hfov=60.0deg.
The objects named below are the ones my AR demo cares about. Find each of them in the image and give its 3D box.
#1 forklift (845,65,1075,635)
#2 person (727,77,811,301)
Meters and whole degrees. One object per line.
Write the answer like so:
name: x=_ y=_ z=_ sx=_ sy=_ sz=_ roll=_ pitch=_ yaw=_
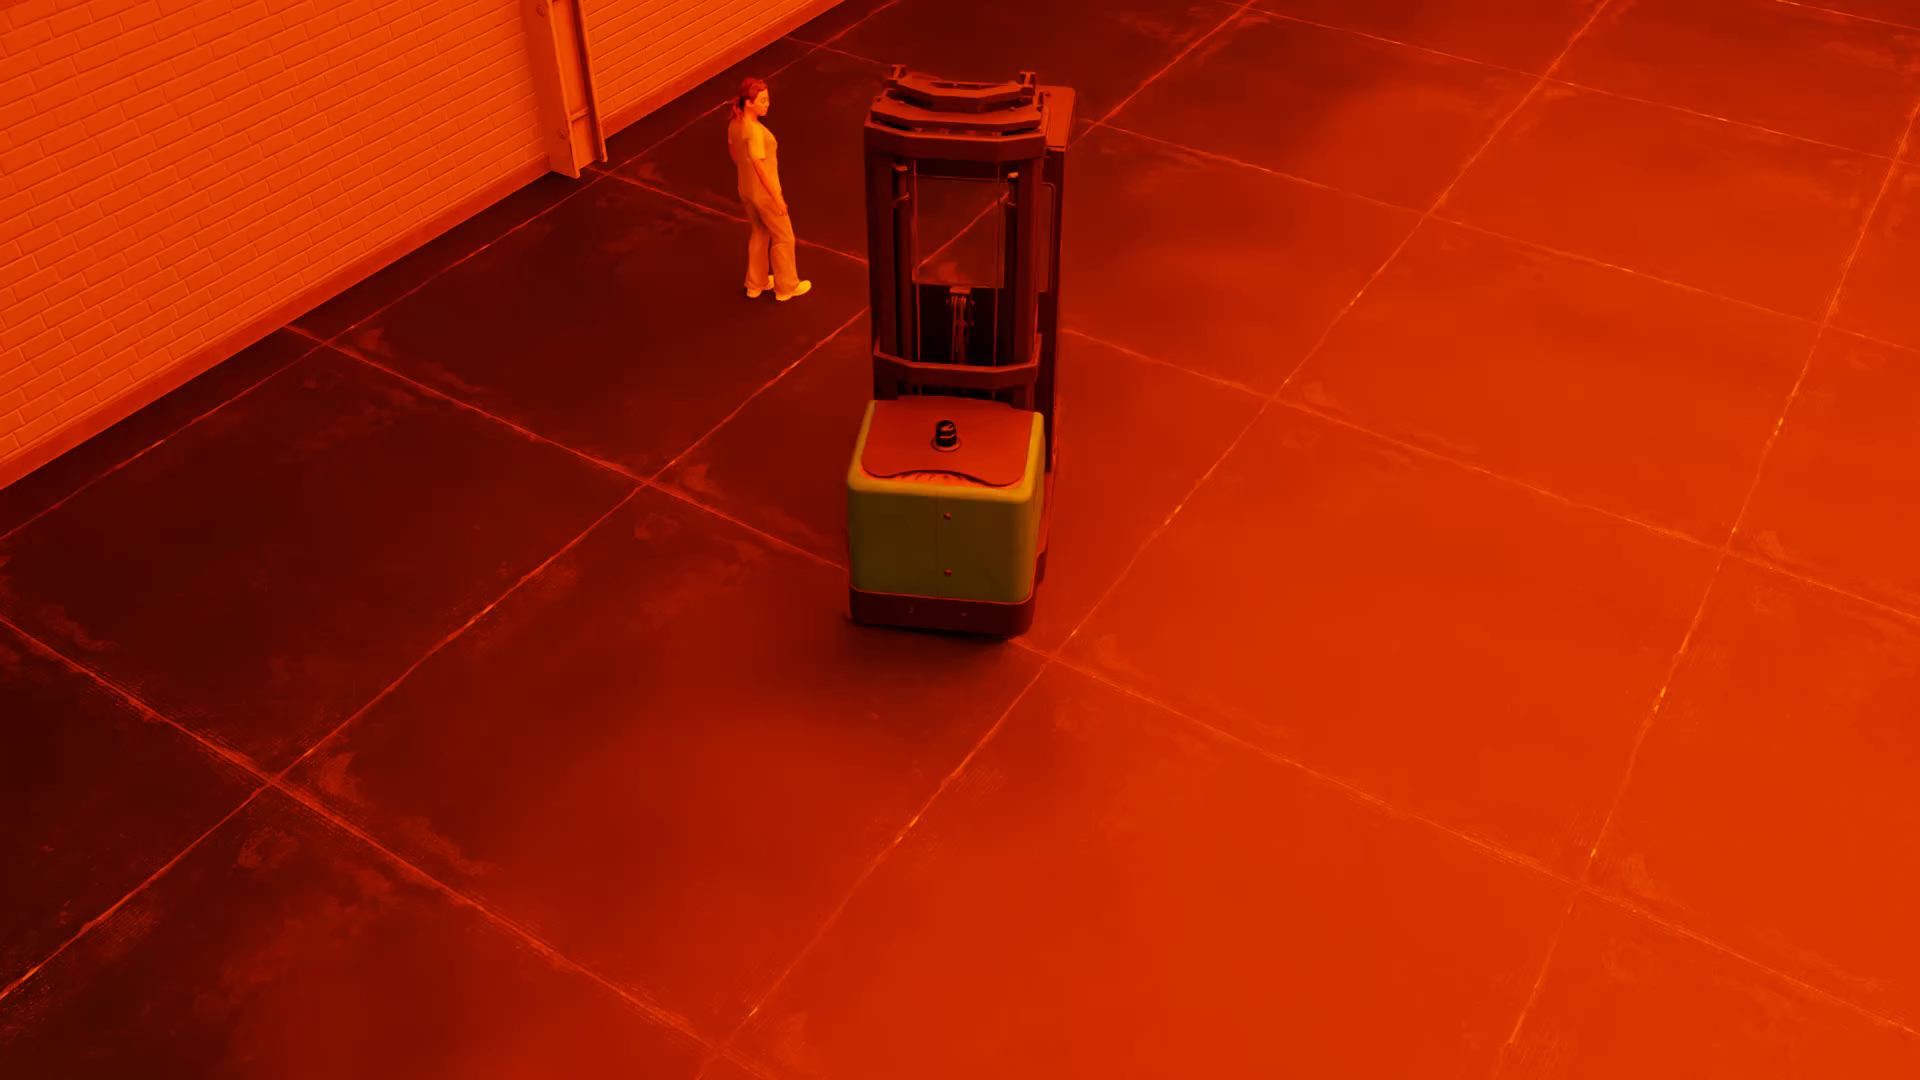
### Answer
forklift: x=0.057 y=-1.524 z=9.765 sx=1.130 sy=2.935 sz=3.031 roll=5 pitch=40 yaw=5
person: x=-1.373 y=-2.506 z=11.905 sx=0.457 sy=1.664 sz=0.621 roll=-25 pitch=46 yaw=-27
